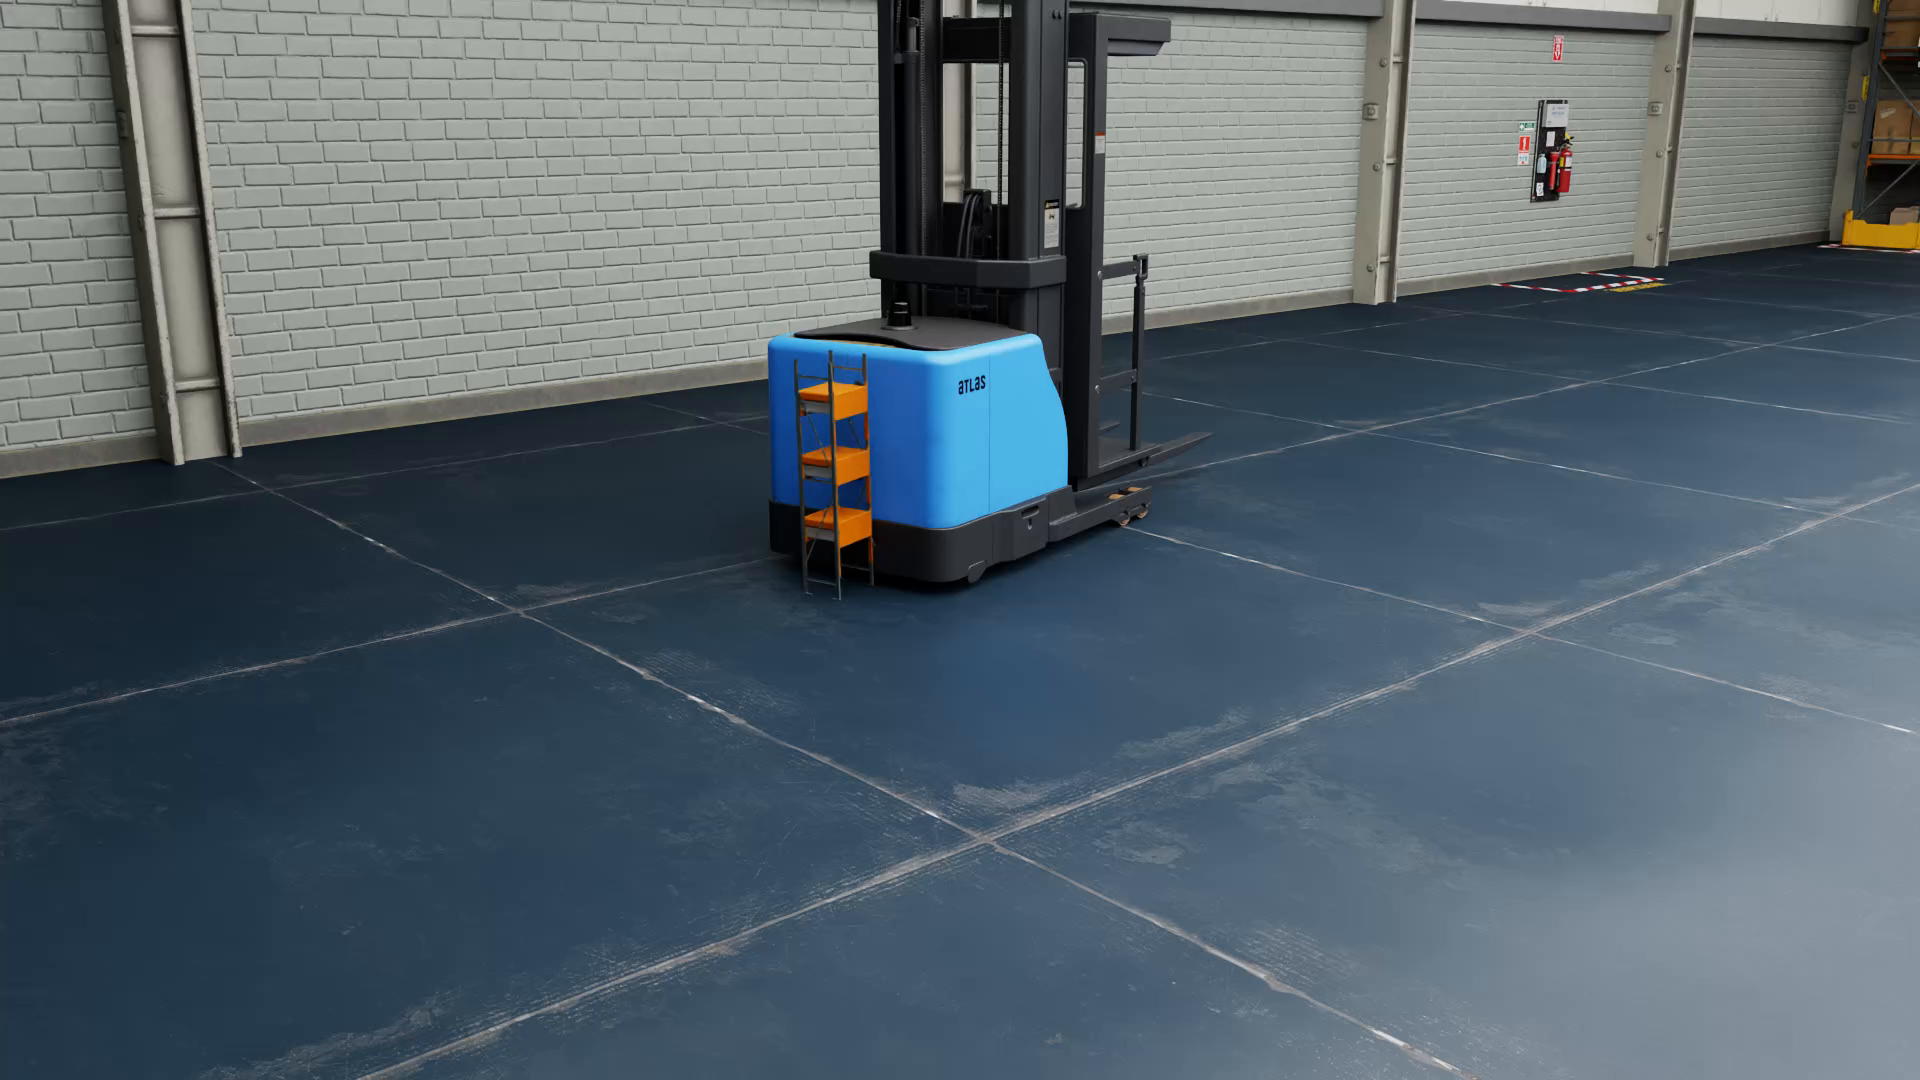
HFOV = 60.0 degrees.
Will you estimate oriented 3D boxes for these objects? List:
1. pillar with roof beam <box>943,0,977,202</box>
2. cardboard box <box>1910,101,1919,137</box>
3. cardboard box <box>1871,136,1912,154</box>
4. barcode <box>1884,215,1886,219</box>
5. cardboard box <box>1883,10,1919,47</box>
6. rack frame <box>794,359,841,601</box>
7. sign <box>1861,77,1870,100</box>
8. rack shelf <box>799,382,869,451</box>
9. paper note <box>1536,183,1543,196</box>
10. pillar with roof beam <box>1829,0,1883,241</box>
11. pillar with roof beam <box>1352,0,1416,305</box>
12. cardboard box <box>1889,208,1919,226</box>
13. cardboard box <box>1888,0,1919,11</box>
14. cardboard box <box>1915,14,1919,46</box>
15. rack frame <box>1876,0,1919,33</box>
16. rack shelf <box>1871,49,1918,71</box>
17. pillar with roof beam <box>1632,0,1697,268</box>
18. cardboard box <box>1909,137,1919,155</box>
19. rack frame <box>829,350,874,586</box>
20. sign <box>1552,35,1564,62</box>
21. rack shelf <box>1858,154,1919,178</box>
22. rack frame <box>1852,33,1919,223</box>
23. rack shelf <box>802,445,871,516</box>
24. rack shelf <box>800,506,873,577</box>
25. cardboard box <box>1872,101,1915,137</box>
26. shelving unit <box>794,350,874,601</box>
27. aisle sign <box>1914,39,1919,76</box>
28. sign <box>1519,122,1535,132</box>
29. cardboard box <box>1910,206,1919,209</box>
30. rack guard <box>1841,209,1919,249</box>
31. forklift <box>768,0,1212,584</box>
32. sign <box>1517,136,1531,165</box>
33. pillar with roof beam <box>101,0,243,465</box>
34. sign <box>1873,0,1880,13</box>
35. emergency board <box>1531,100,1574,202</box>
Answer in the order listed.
[{"bbox_3d":[2.716,-5.035,9.663,0.400,9.000,9.100,-13,19,-39],"label":"pillar with roof beam"},{"bbox_3d":[14.066,-6.059,23.919,0.500,0.500,0.500,-13,19,-39],"label":"cardboard box"},{"bbox_3d":[13.734,-5.791,24.370,0.500,0.250,0.500,-12,19,-39],"label":"cardboard box"},{"bbox_3d":[13.840,-4.836,24.881,0.075,0.075,0.001,-13,19,-39],"label":"barcode"},{"bbox_3d":[13.657,-7.364,23.962,0.500,0.500,0.500,-11,18,-35],"label":"cardboard box"},{"bbox_3d":[-0.614,-0.252,7.160,0.200,1.050,0.008,10,19,32],"label":"rack frame"},{"bbox_3d":[13.159,-6.561,24.143,0.005,0.325,0.100,-13,19,-39],"label":"sign"},{"bbox_3d":[-0.551,-0.544,7.181,0.215,0.259,0.240,10,19,32],"label":"rack shelf"},{"bbox_3d":[6.874,-4.154,19.697,0.142,0.148,0.016,-13,19,-39],"label":"paper note"},{"bbox_3d":[16.295,-8.084,21.078,0.400,9.000,9.100,-13,19,-39],"label":"pillar with roof beam"},{"bbox_3d":[7.242,-6.052,13.468,0.400,9.000,9.100,-13,19,-39],"label":"pillar with roof beam"},{"bbox_3d":[14.089,-4.750,24.579,0.500,0.311,0.500,13,20,41],"label":"cardboard box"},{"bbox_3d":[13.662,-7.851,23.848,0.500,0.500,0.500,-12,19,-37],"label":"cardboard box"},{"bbox_3d":[13.925,-7.252,23.543,0.500,0.500,0.500,-12,19,-38],"label":"cardboard box"},{"bbox_3d":[13.508,-8.635,23.141,0.127,3.000,1.000,-13,19,-39],"label":"rack frame"},{"bbox_3d":[15.017,-7.178,24.890,4.000,0.370,1.077,-13,19,-39],"label":"rack shelf"},{"bbox_3d":[11.768,-7.068,17.273,0.400,9.000,9.100,-13,19,-39],"label":"pillar with roof beam"},{"bbox_3d":[14.085,-5.695,24.010,0.500,0.250,0.500,-13,20,-41],"label":"cardboard box"},{"bbox_3d":[-0.479,-0.311,7.355,0.200,1.050,0.008,10,19,32],"label":"rack frame"},{"bbox_3d":[6.982,-5.734,19.414,0.199,0.298,0.001,-13,19,-39],"label":"sign"},{"bbox_3d":[15.017,-5.728,25.277,4.000,0.370,1.077,-13,19,-39],"label":"rack shelf"},{"bbox_3d":[13.508,-5.737,23.916,0.127,3.000,1.000,-13,19,-39],"label":"rack frame"},{"bbox_3d":[-0.546,-0.272,7.261,0.215,0.259,0.240,10,19,32],"label":"rack shelf"},{"bbox_3d":[-0.542,-0.005,7.339,0.215,0.259,0.240,10,19,32],"label":"rack shelf"},{"bbox_3d":[13.724,-6.158,24.289,0.500,0.500,0.500,-13,20,-40],"label":"cardboard box"},{"bbox_3d":[-0.547,-0.282,7.258,0.215,1.050,0.252,10,19,32],"label":"shelving unit"},{"bbox_3d":[13.651,-6.922,23.316,0.004,0.787,0.394,-13,19,-39],"label":"aisle sign"},{"bbox_3d":[6.578,-4.795,19.293,0.331,0.109,0.001,-13,19,-39],"label":"sign"},{"bbox_3d":[14.519,-4.847,24.941,0.500,0.311,0.500,-11,18,-35],"label":"cardboard box"},{"bbox_3d":[13.566,-4.542,24.286,0.348,0.500,1.175,-13,19,-39],"label":"rack guard"},{"bbox_3d":[0.350,-1.549,8.370,1.130,2.935,3.031,10,18,33],"label":"forklift"},{"bbox_3d":[6.568,-4.540,19.365,0.234,0.329,0.001,-13,19,-39],"label":"sign"},{"bbox_3d":[-1.811,-4.019,5.857,0.400,9.000,9.100,-13,19,-39],"label":"pillar with roof beam"},{"bbox_3d":[13.159,-7.725,23.831,0.005,0.325,0.100,-13,19,-39],"label":"sign"},{"bbox_3d":[7.053,-4.596,19.645,0.643,1.169,0.194,-13,19,-39],"label":"emergency board"}]
